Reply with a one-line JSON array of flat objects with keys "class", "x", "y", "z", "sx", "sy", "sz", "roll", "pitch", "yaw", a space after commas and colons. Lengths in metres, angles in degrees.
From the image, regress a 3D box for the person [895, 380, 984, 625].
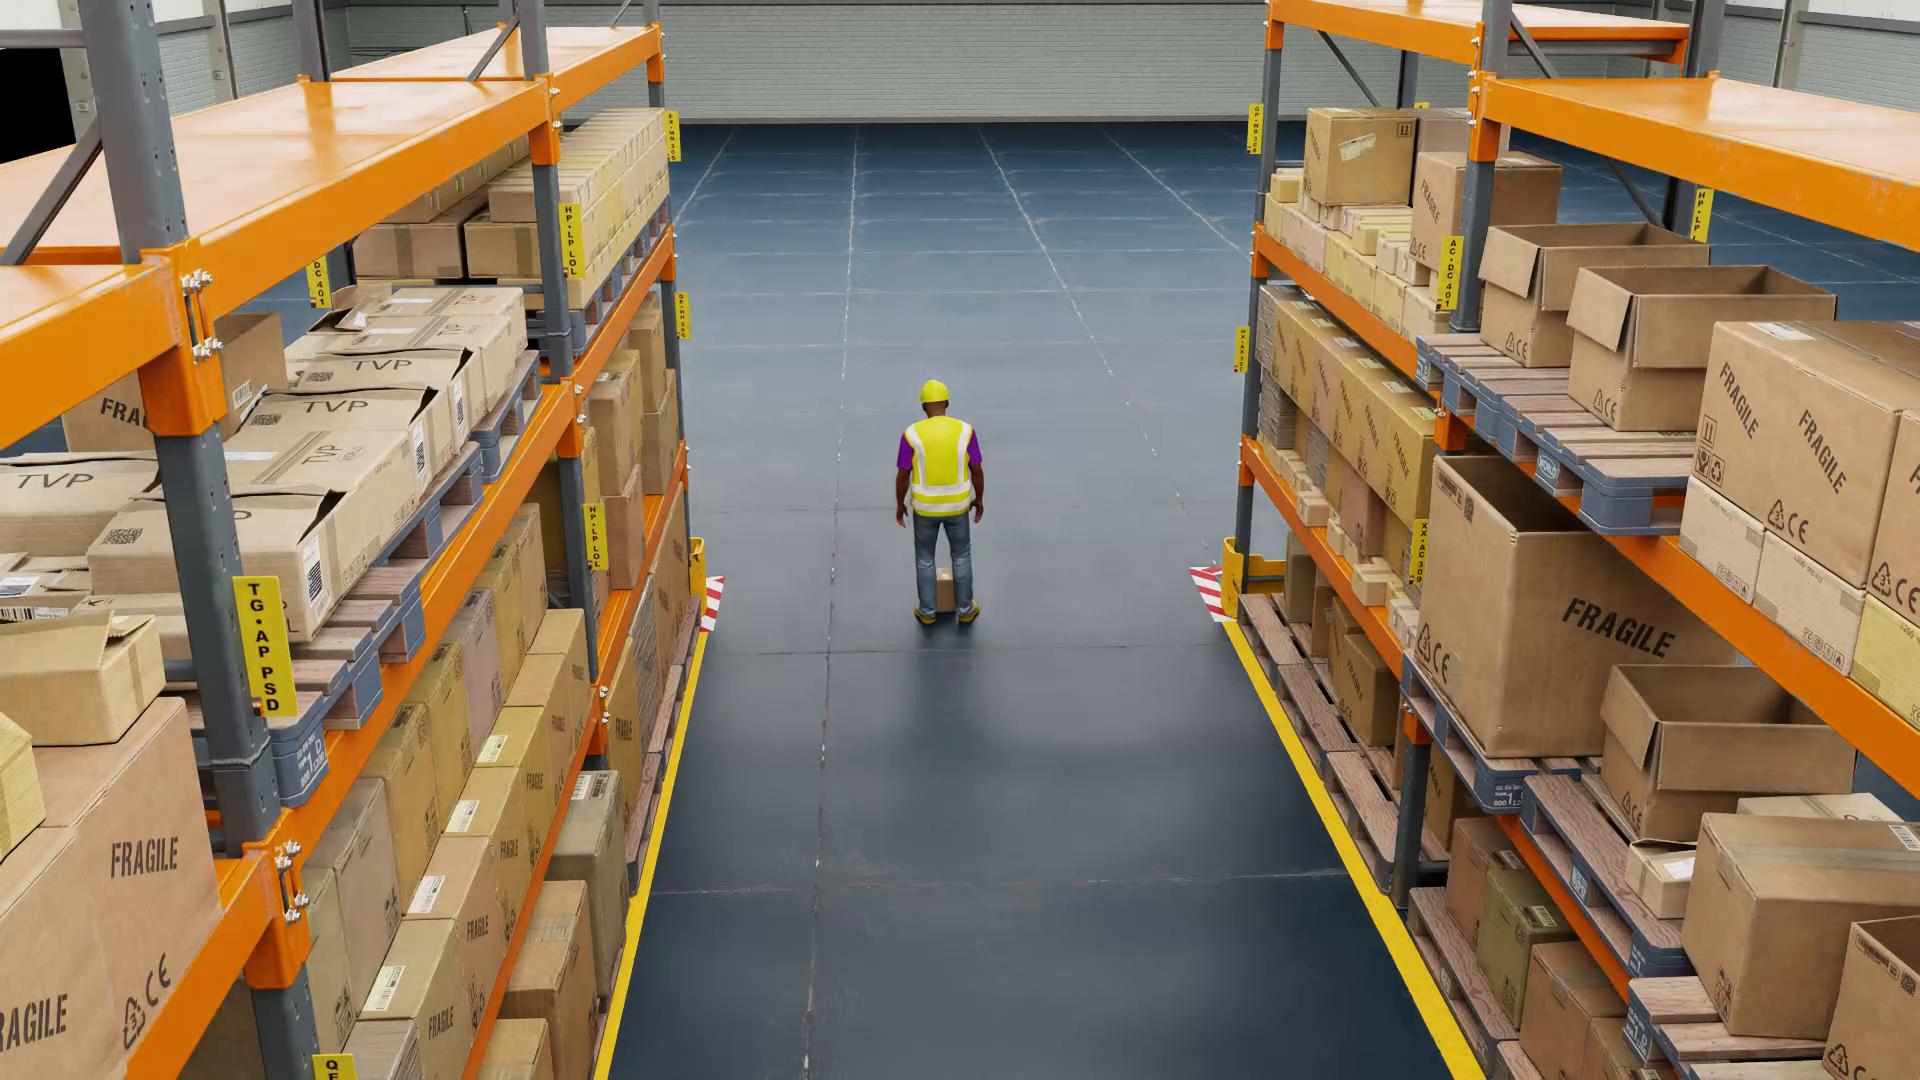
[{"class": "person", "x": -0.144, "y": -0.260, "z": 11.761, "sx": 0.633, "sy": 1.755, "sz": 0.462, "roll": -2, "pitch": 20, "yaw": -6}]
